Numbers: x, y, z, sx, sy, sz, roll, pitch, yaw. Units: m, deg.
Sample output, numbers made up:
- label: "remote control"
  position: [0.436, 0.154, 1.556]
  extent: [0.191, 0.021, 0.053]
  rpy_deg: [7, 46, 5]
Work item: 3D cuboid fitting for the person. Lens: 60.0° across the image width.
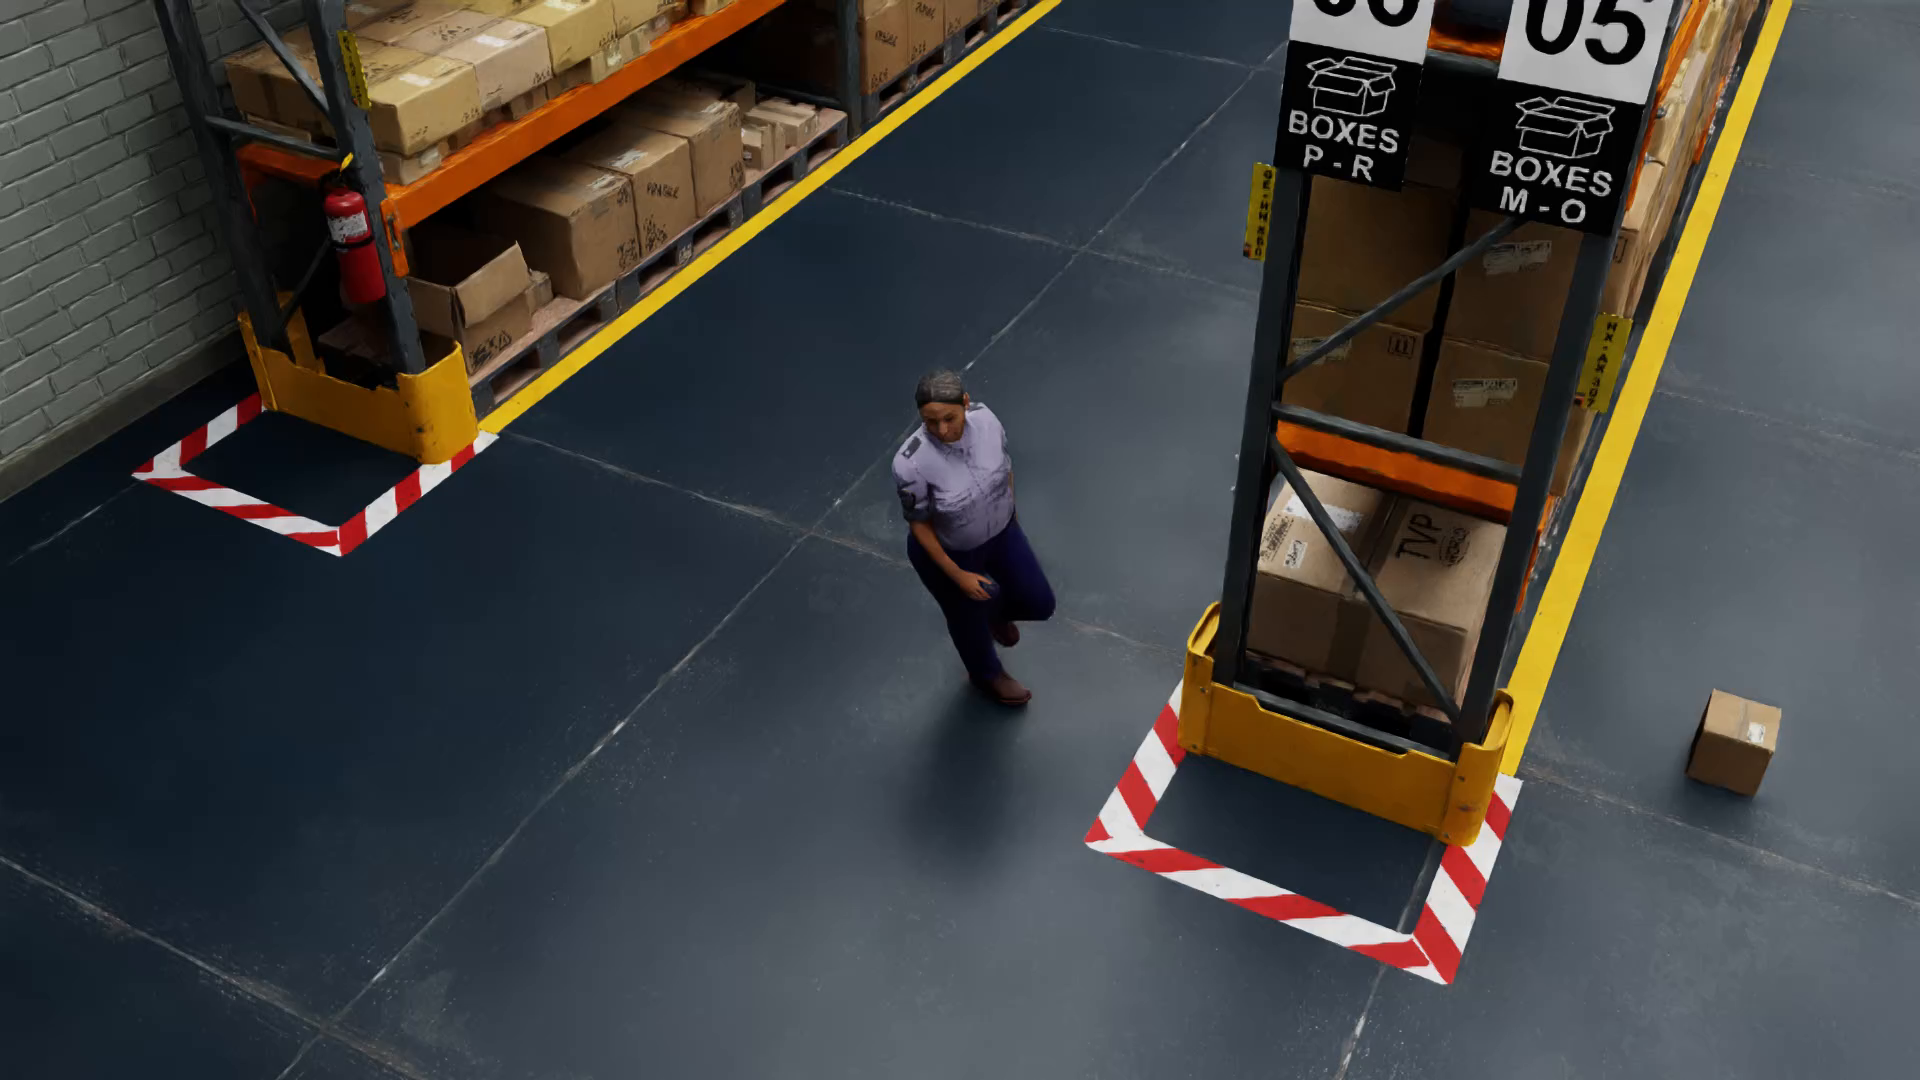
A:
- label: "person"
  position: [0.043, -0.006, 6.176]
  extent: [0.660, 1.604, 0.493]
  rpy_deg: [-24, 44, -28]
